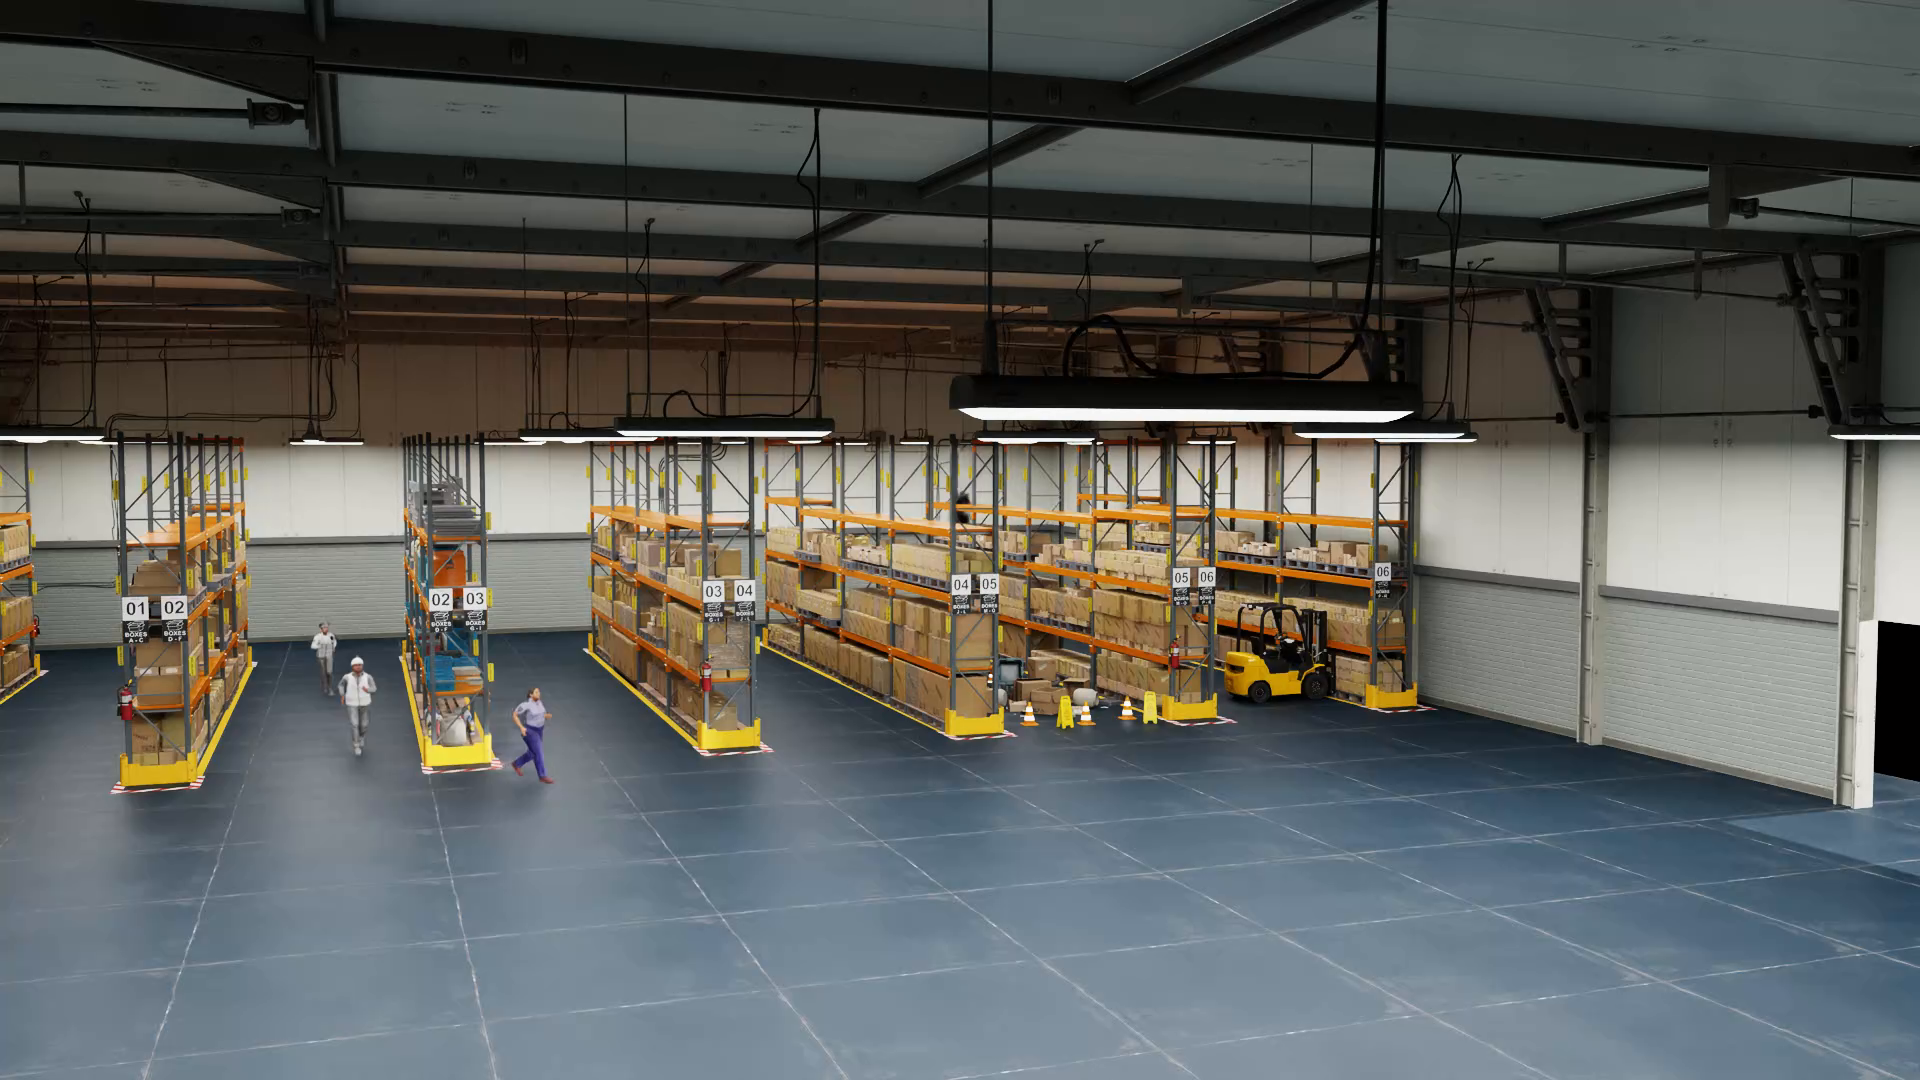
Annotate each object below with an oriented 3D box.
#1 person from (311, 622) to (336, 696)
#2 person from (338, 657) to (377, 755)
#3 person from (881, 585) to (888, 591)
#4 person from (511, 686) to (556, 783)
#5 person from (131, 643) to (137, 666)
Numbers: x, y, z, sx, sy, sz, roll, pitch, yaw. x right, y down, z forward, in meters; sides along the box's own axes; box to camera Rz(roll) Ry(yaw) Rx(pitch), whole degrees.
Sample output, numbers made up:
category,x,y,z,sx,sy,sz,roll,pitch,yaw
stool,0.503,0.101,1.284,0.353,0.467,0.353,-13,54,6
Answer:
category,x,y,z,sx,sy,sz,roll,pitch,yaw
person,-14.728,2.758,38.536,0.574,1.752,0.726,-2,4,-26
person,-11.277,3.082,31.162,0.652,1.767,0.960,-2,4,-28
person,-2.150,2.029,45.837,0.645,1.787,0.823,-2,4,-26
person,-7.300,3.305,28.397,0.907,1.629,0.612,1,3,18
person,-19.232,2.762,39.136,0.558,1.589,0.909,-1,3,-15
